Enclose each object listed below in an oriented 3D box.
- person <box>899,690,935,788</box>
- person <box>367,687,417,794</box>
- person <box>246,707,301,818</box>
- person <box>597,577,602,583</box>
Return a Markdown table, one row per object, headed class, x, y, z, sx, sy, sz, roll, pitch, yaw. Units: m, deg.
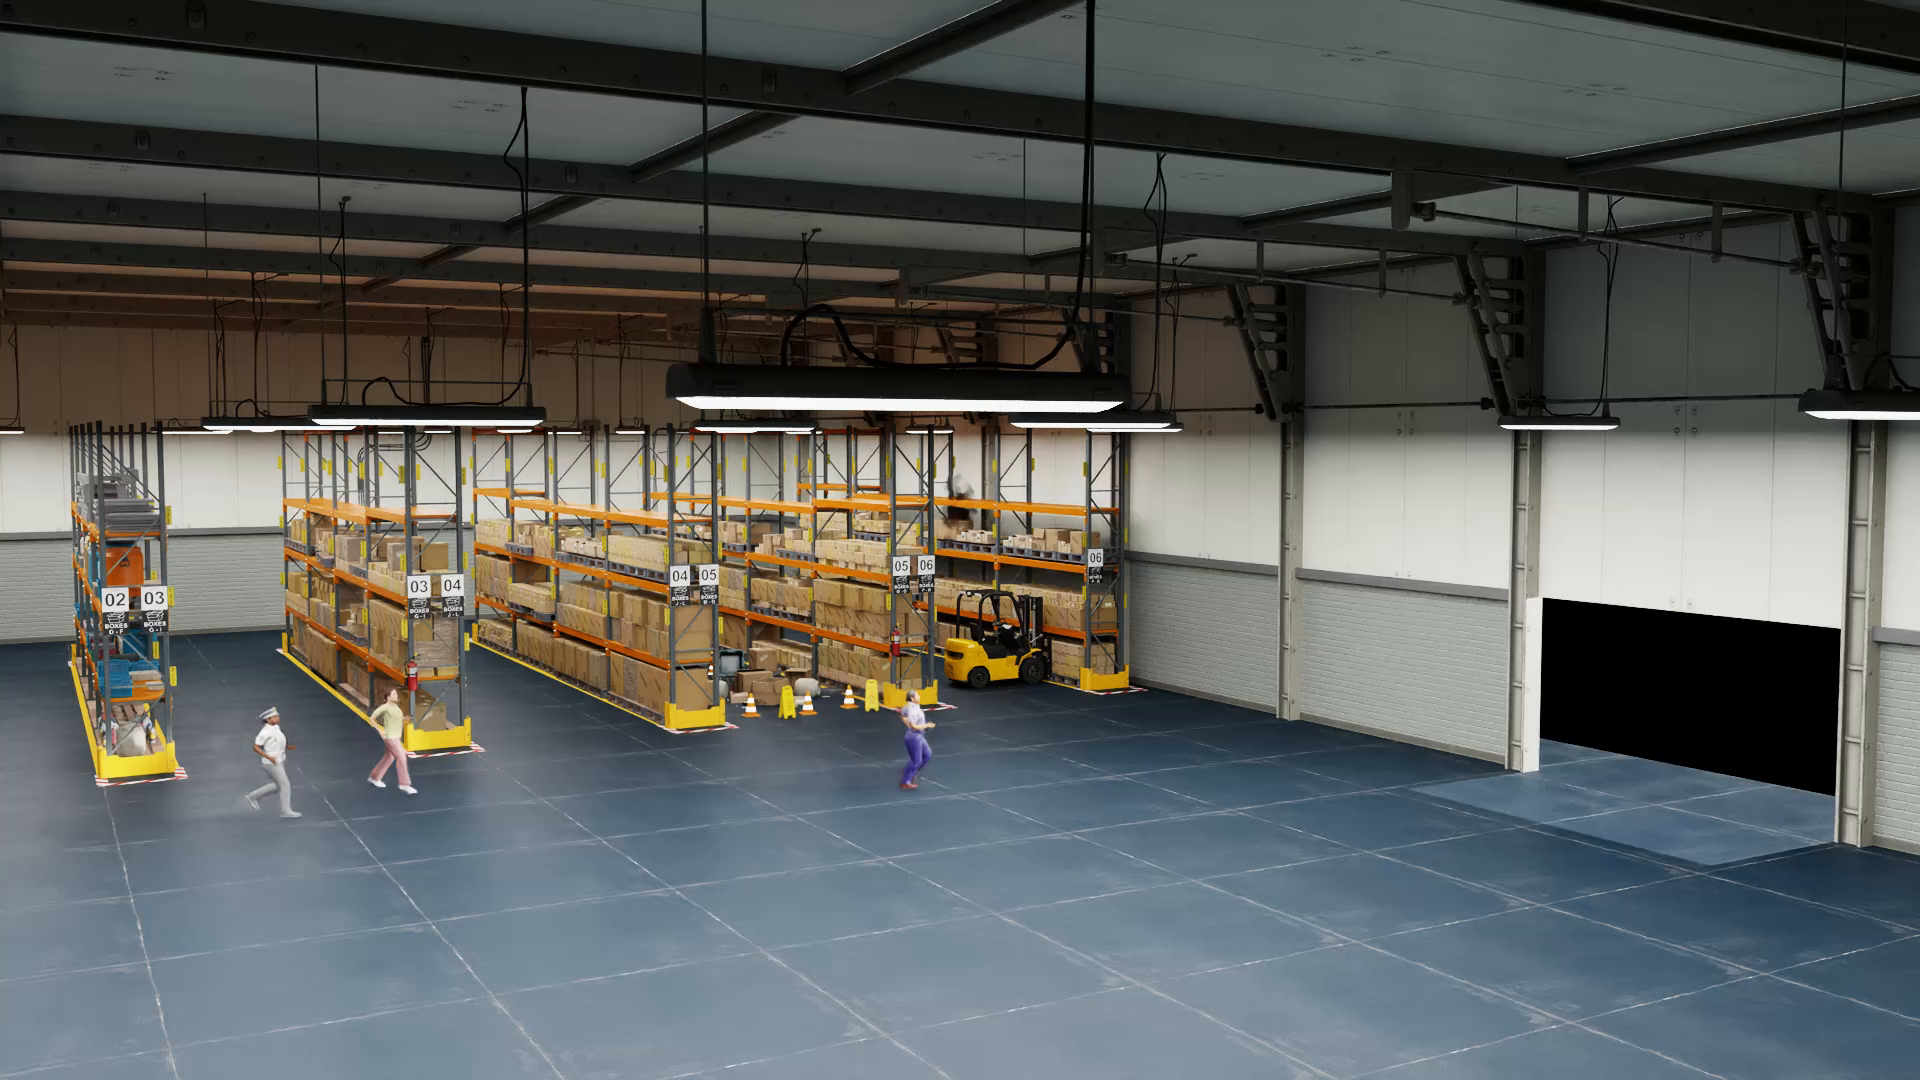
| class | x | y | z | sx | sy | sz | roll | pitch | yaw |
| --- | --- | --- | --- | --- | --- | --- | --- | --- | --- |
| person | -0.691 | 3.239 | 27.067 | 0.590 | 1.627 | 0.589 | 0 | 4 | -1 |
| person | -9.149 | 3.225 | 26.763 | 0.875 | 1.682 | 0.560 | 0 | 4 | 4 |
| person | -10.341 | 3.338 | 24.976 | 0.834 | 1.669 | 0.588 | 0 | 4 | -4 |
| person | -10.928 | 1.808 | 49.809 | 0.570 | 1.681 | 0.651 | -2 | 4 | -24 |
